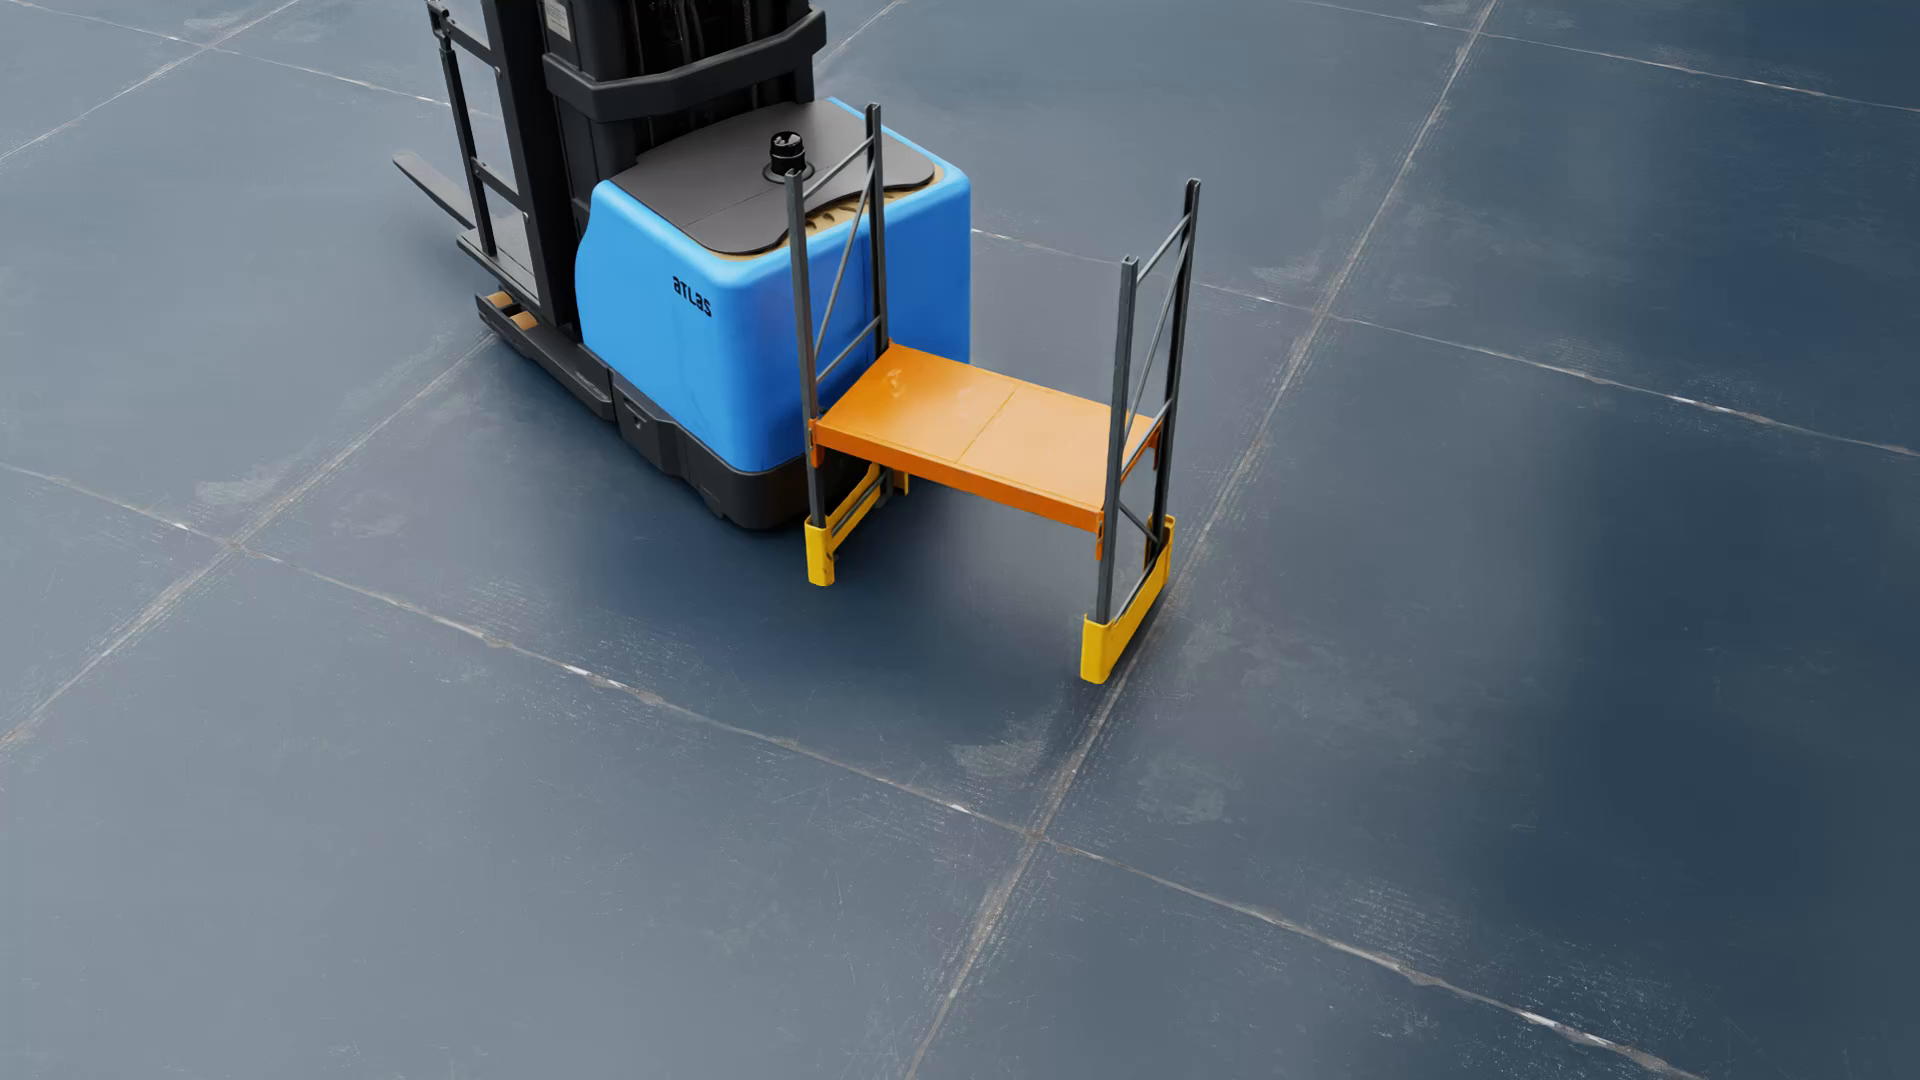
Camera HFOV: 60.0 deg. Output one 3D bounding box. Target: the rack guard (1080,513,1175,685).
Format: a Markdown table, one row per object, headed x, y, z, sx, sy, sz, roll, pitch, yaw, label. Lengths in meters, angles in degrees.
| x | y | z | sx | sy | sz | roll | pitch | yaw | label |
| --- | --- | --- | --- | --- | --- | --- | --- | --- | --- |
| 0.542 | 0.181 | 5.350 | 0.087 | 0.250 | 0.587 | 18 | 44 | 20 | rack guard |

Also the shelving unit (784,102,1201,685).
| x | y | z | sx | sy | sz | roll | pitch | yaw | label |
| --- | --- | --- | --- | --- | --- | --- | --- | --- | --- |
| 0.098 | -0.439 | 5.112 | 1.083 | 1.500 | 0.587 | 18 | 44 | 20 | shelving unit |

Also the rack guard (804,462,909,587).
| x | y | z | sx | sy | sz | roll | pitch | yaw | label |
| --- | --- | --- | --- | --- | --- | --- | --- | --- | --- |
| -0.346 | -0.115 | 5.691 | 0.087 | 0.250 | 0.587 | 18 | 44 | 20 | rack guard |

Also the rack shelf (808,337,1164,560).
| x | y | z | sx | sy | sz | roll | pitch | yaw | label |
| --- | --- | --- | --- | --- | --- | --- | --- | --- | --- |
| 0.090 | -0.306 | 5.232 | 1.000 | 0.185 | 0.538 | 18 | 44 | 20 | rack shelf |

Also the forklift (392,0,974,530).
| x | y | z | sx | sy | sz | roll | pitch | yaw | label |
| --- | --- | --- | --- | --- | --- | --- | --- | --- | --- |
| -1.286 | -2.036 | 5.861 | 1.130 | 2.935 | 3.031 | -29 | 49 | -29 | forklift |

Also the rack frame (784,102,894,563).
| x | y | z | sx | sy | sz | roll | pitch | yaw | label |
| --- | --- | --- | --- | --- | --- | --- | --- | --- | --- |
| -0.363 | -0.593 | 5.289 | 0.032 | 1.500 | 0.500 | 18 | 44 | 20 | rack frame |

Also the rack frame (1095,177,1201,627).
| x | y | z | sx | sy | sz | roll | pitch | yaw | label |
| --- | --- | --- | --- | --- | --- | --- | --- | --- | --- |
| 0.543 | -0.291 | 4.941 | 0.032 | 1.500 | 0.500 | 18 | 44 | 20 | rack frame |
